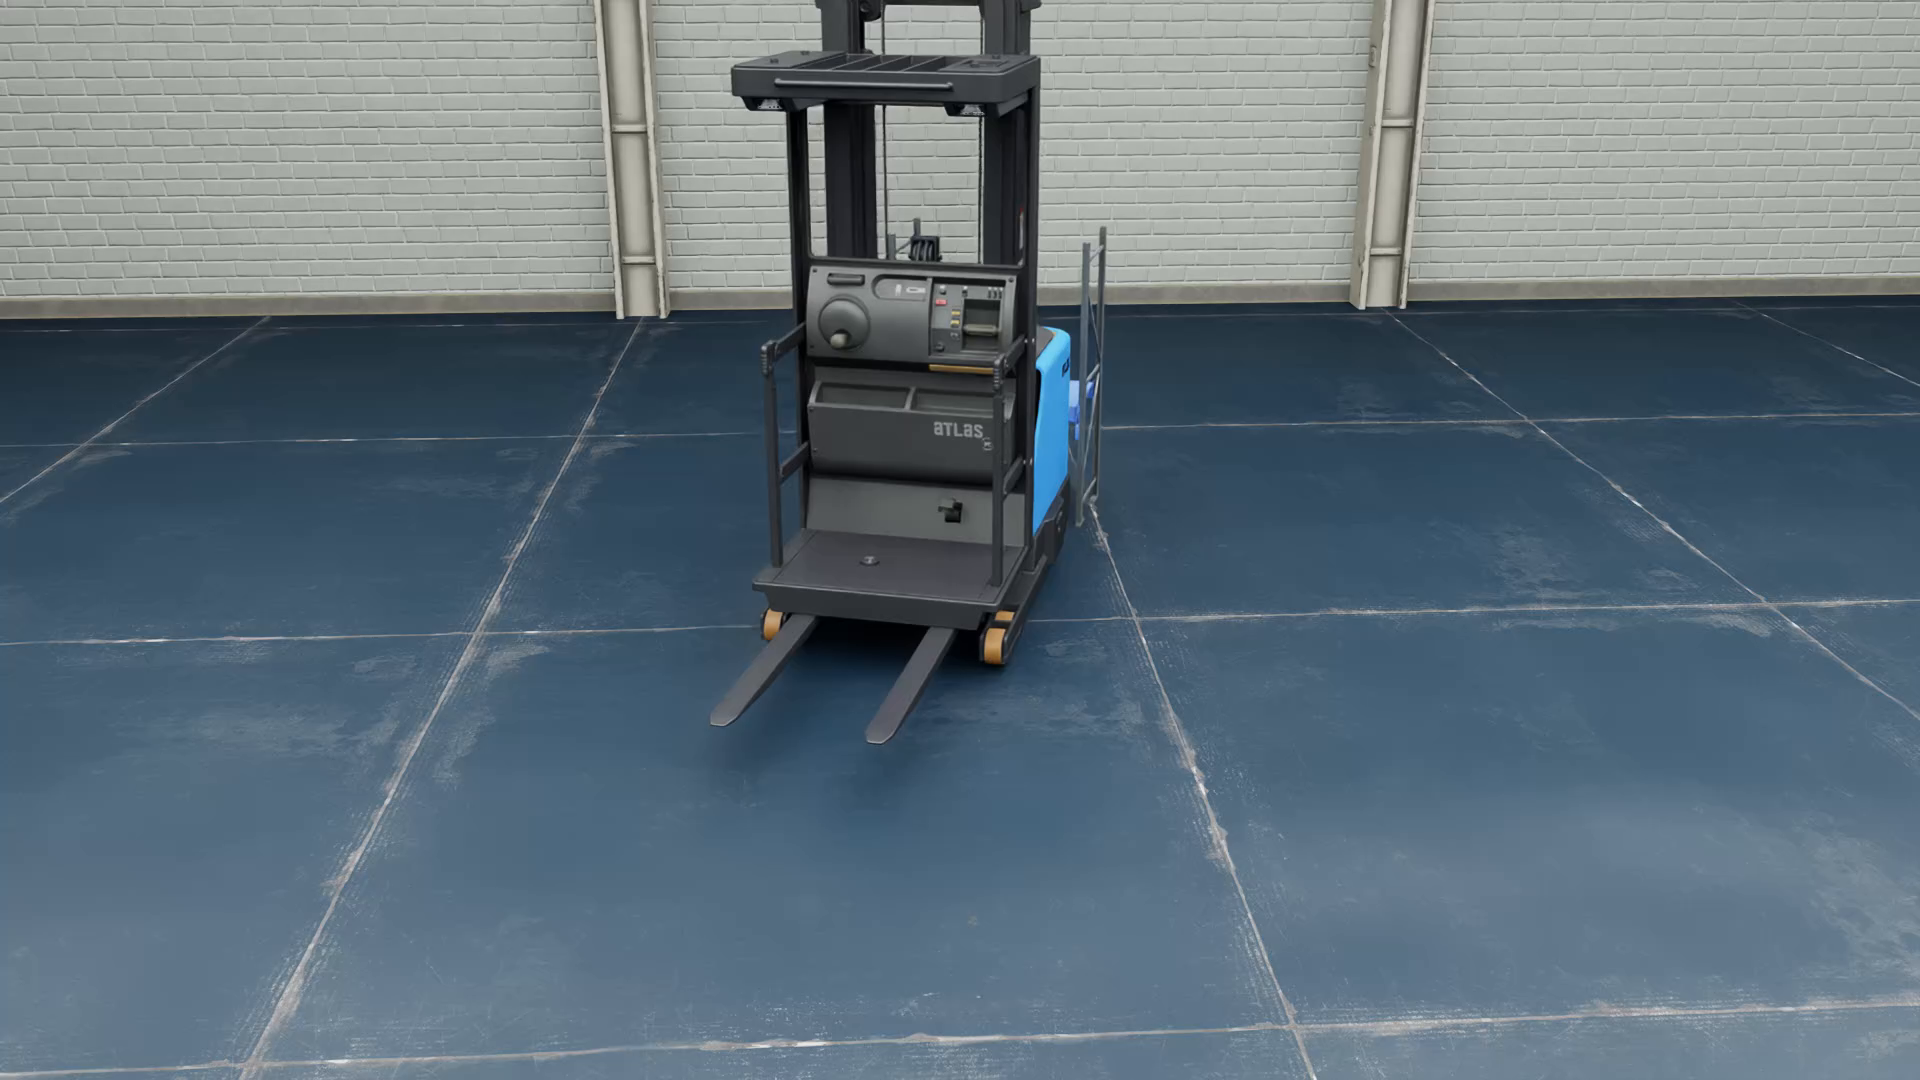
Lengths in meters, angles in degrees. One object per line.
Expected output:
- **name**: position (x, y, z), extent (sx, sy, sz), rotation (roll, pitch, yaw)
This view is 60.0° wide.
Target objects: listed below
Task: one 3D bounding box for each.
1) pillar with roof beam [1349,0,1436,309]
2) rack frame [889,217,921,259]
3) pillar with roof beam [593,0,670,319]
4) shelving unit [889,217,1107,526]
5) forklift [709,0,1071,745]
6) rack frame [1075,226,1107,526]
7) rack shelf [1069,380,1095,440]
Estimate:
- **pillar with roof beam**: position (3.687, -4.619, 8.107), extent (0.400, 9.000, 9.100), rotation (-1, 21, -3)
- **rack frame**: position (-0.289, -0.958, 9.031), extent (0.032, 1.500, 0.500), rotation (6, 22, 14)
- **pillar with roof beam**: position (-2.303, -4.497, 7.787), extent (0.400, 9.000, 9.100), rotation (-1, 21, -3)
- **shelving unit**: position (0.202, -0.911, 8.906), extent (1.048, 1.500, 0.538), rotation (6, 22, 14)
- **forklift**: position (-0.262, -0.972, 7.056), extent (1.130, 2.935, 3.031), rotation (5, 21, 12)
- **rack frame**: position (0.692, -0.864, 8.782), extent (0.032, 1.500, 0.500), rotation (6, 22, 14)
- **rack shelf**: position (0.202, -0.743, 8.970), extent (1.000, 0.185, 0.538), rotation (6, 22, 14)
